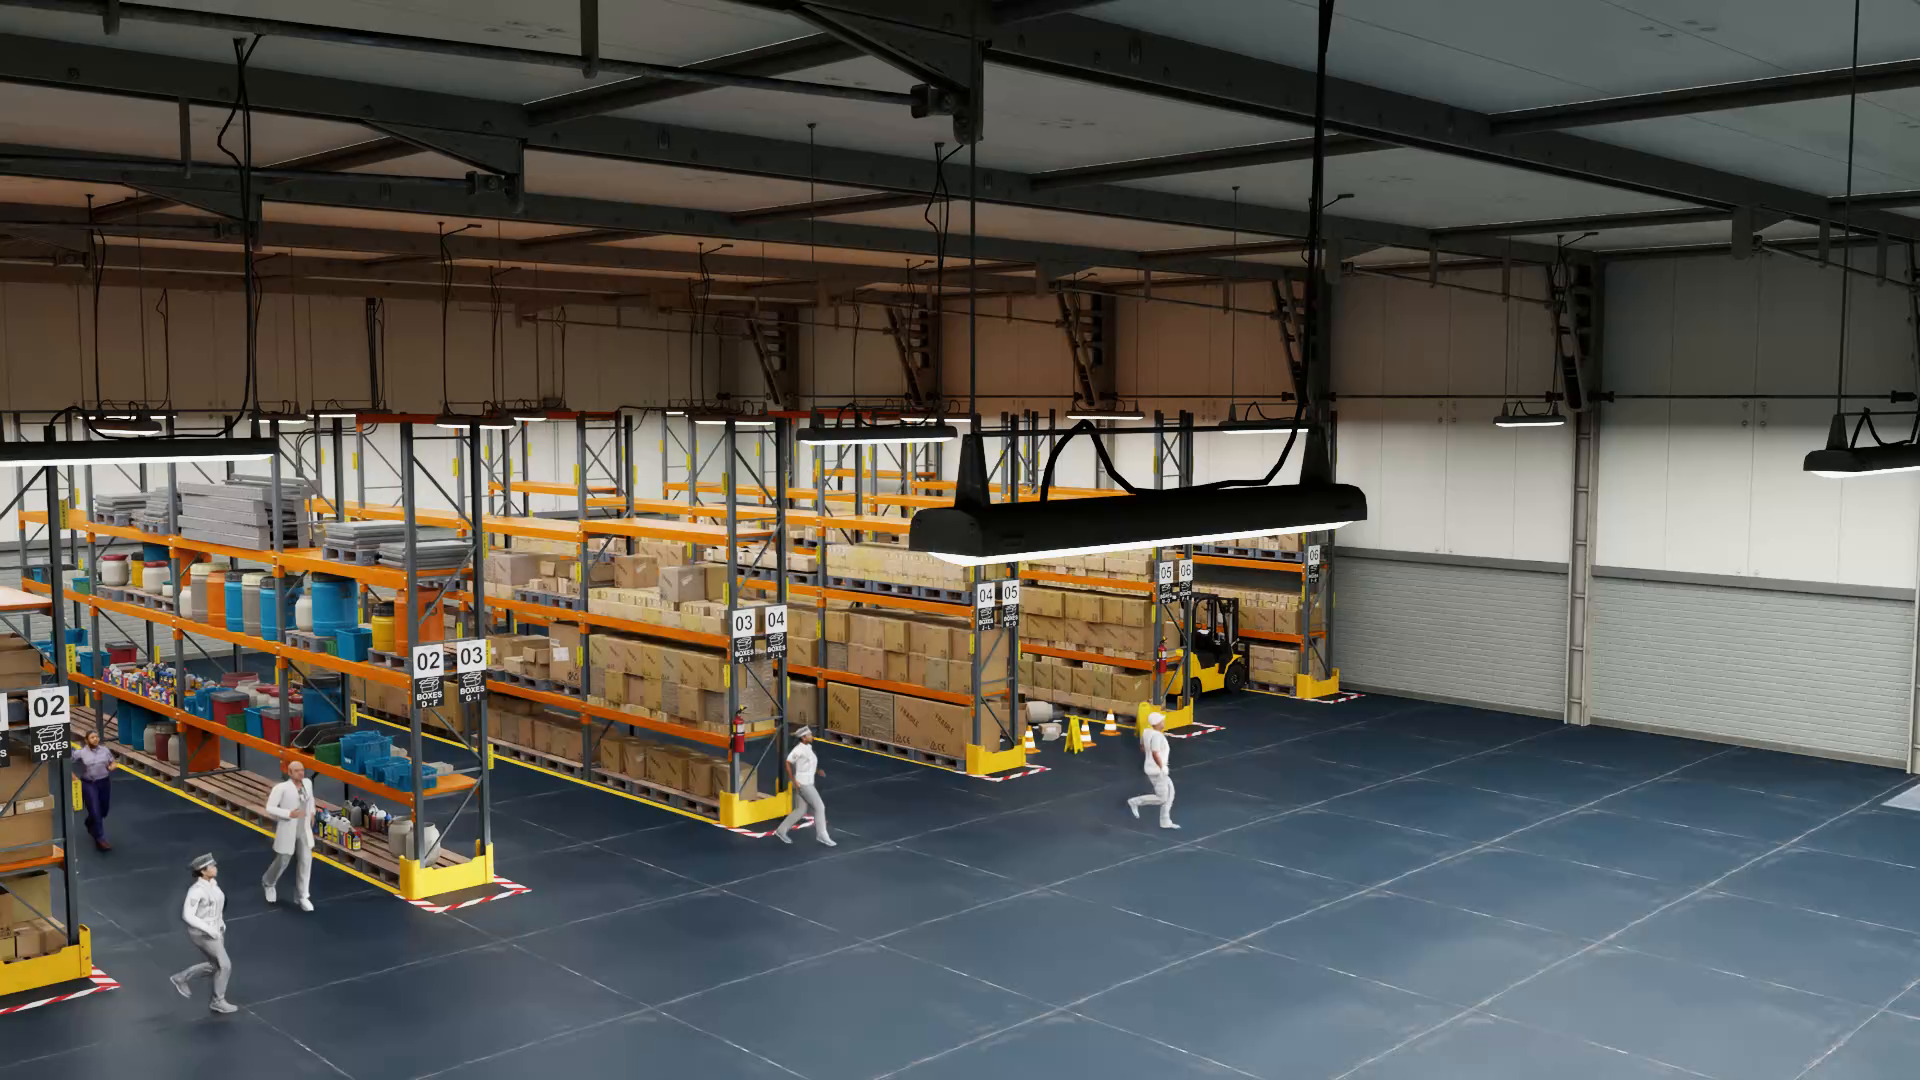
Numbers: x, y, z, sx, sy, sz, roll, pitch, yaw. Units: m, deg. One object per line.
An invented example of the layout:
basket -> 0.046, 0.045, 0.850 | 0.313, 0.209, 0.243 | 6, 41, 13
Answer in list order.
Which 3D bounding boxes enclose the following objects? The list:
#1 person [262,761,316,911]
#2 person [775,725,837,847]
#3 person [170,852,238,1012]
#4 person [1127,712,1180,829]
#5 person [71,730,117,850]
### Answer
person -> -8.283, 3.636, 20.677 | 0.979, 1.793, 0.733 | 4, 6, 38
person -> -2.154, 3.453, 23.434 | 0.842, 1.689, 0.577 | 0, 5, 1
person -> -7.803, 4.036, 17.094 | 0.691, 1.675, 0.646 | -1, 5, -7
person -> 2.828, 3.373, 24.306 | 0.813, 1.736, 0.679 | 0, 5, -4
person -> -12.153, 3.472, 23.351 | 0.915, 1.626, 0.611 | 4, 6, 36
